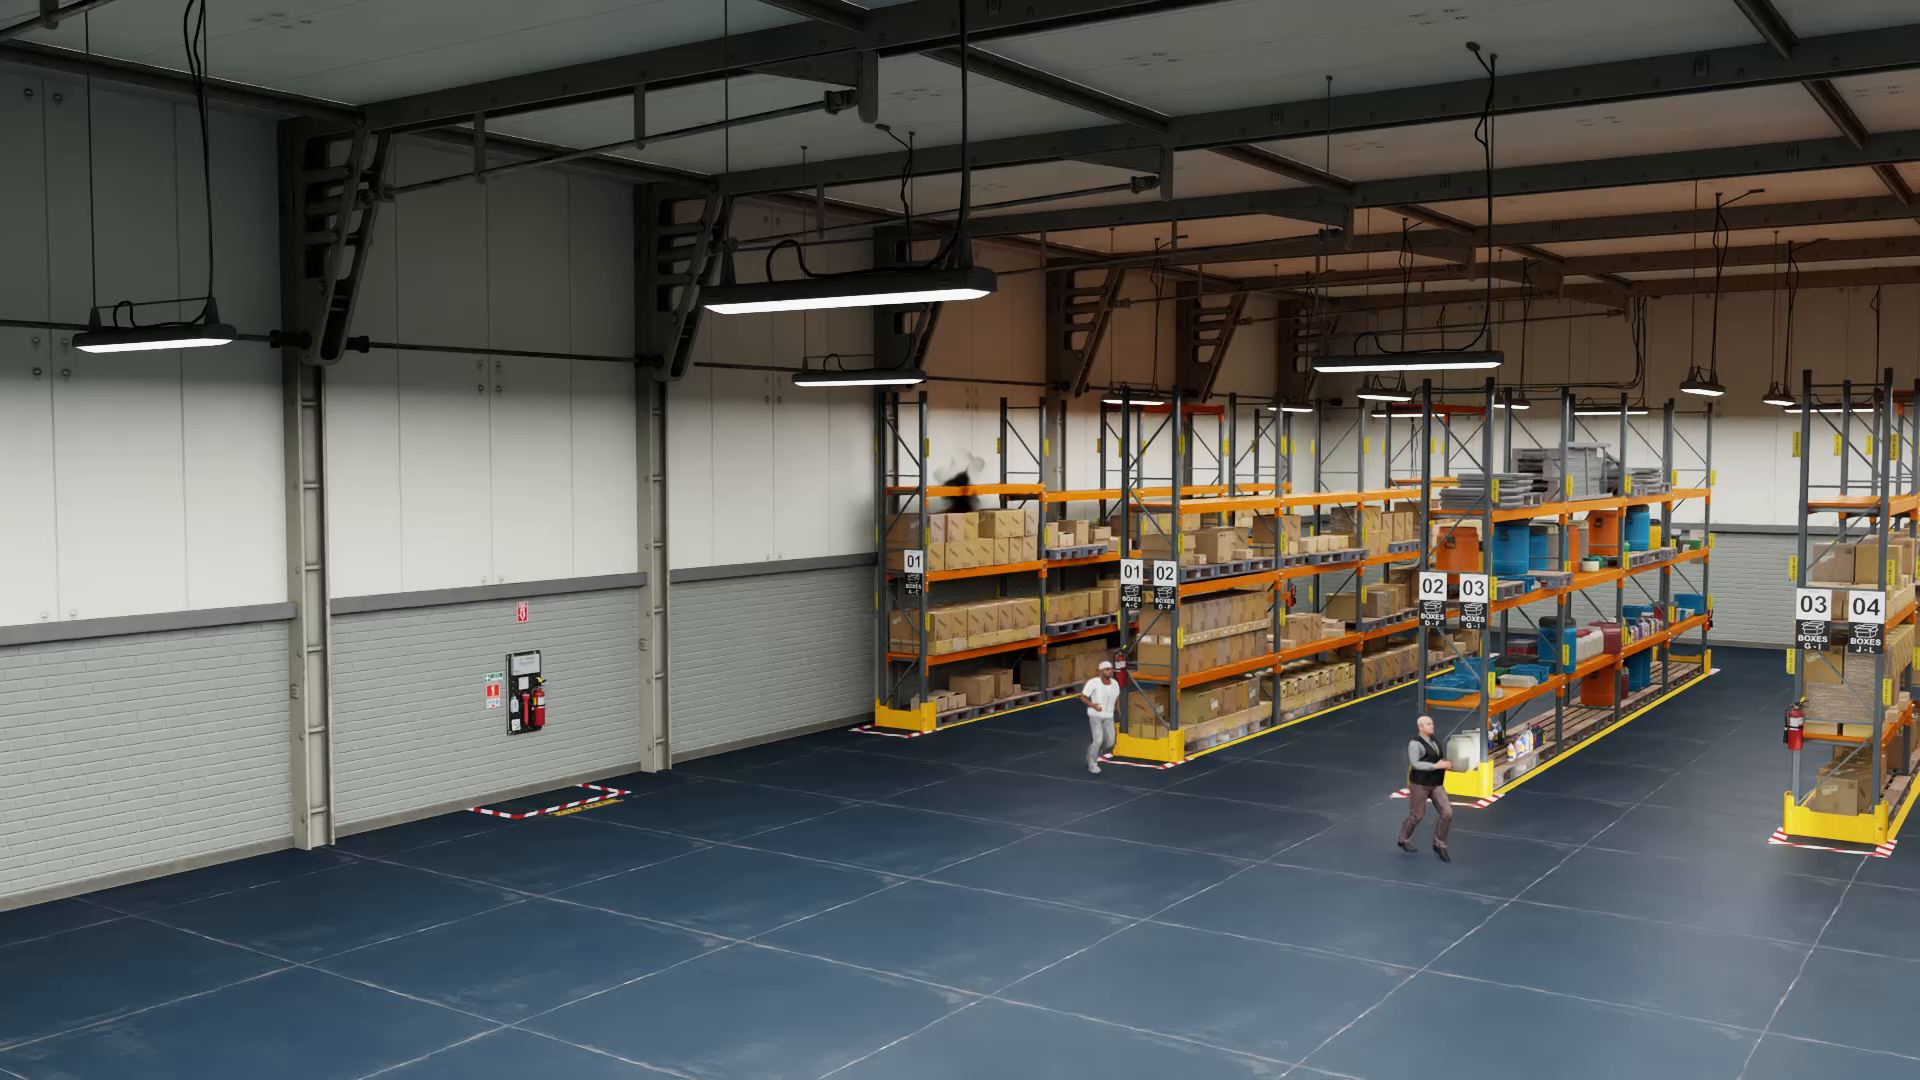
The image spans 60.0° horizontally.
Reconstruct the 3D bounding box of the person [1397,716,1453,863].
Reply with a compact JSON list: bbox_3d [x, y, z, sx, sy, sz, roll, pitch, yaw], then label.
[{"bbox_3d":[5.665,3.019,20.200,0.622,1.776,0.759,-2,4,-31],"label":"person"}]

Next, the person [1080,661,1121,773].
[{"bbox_3d":[2.210,2.723,25.733,0.745,1.707,0.614,-1,3,-23],"label":"person"}]
